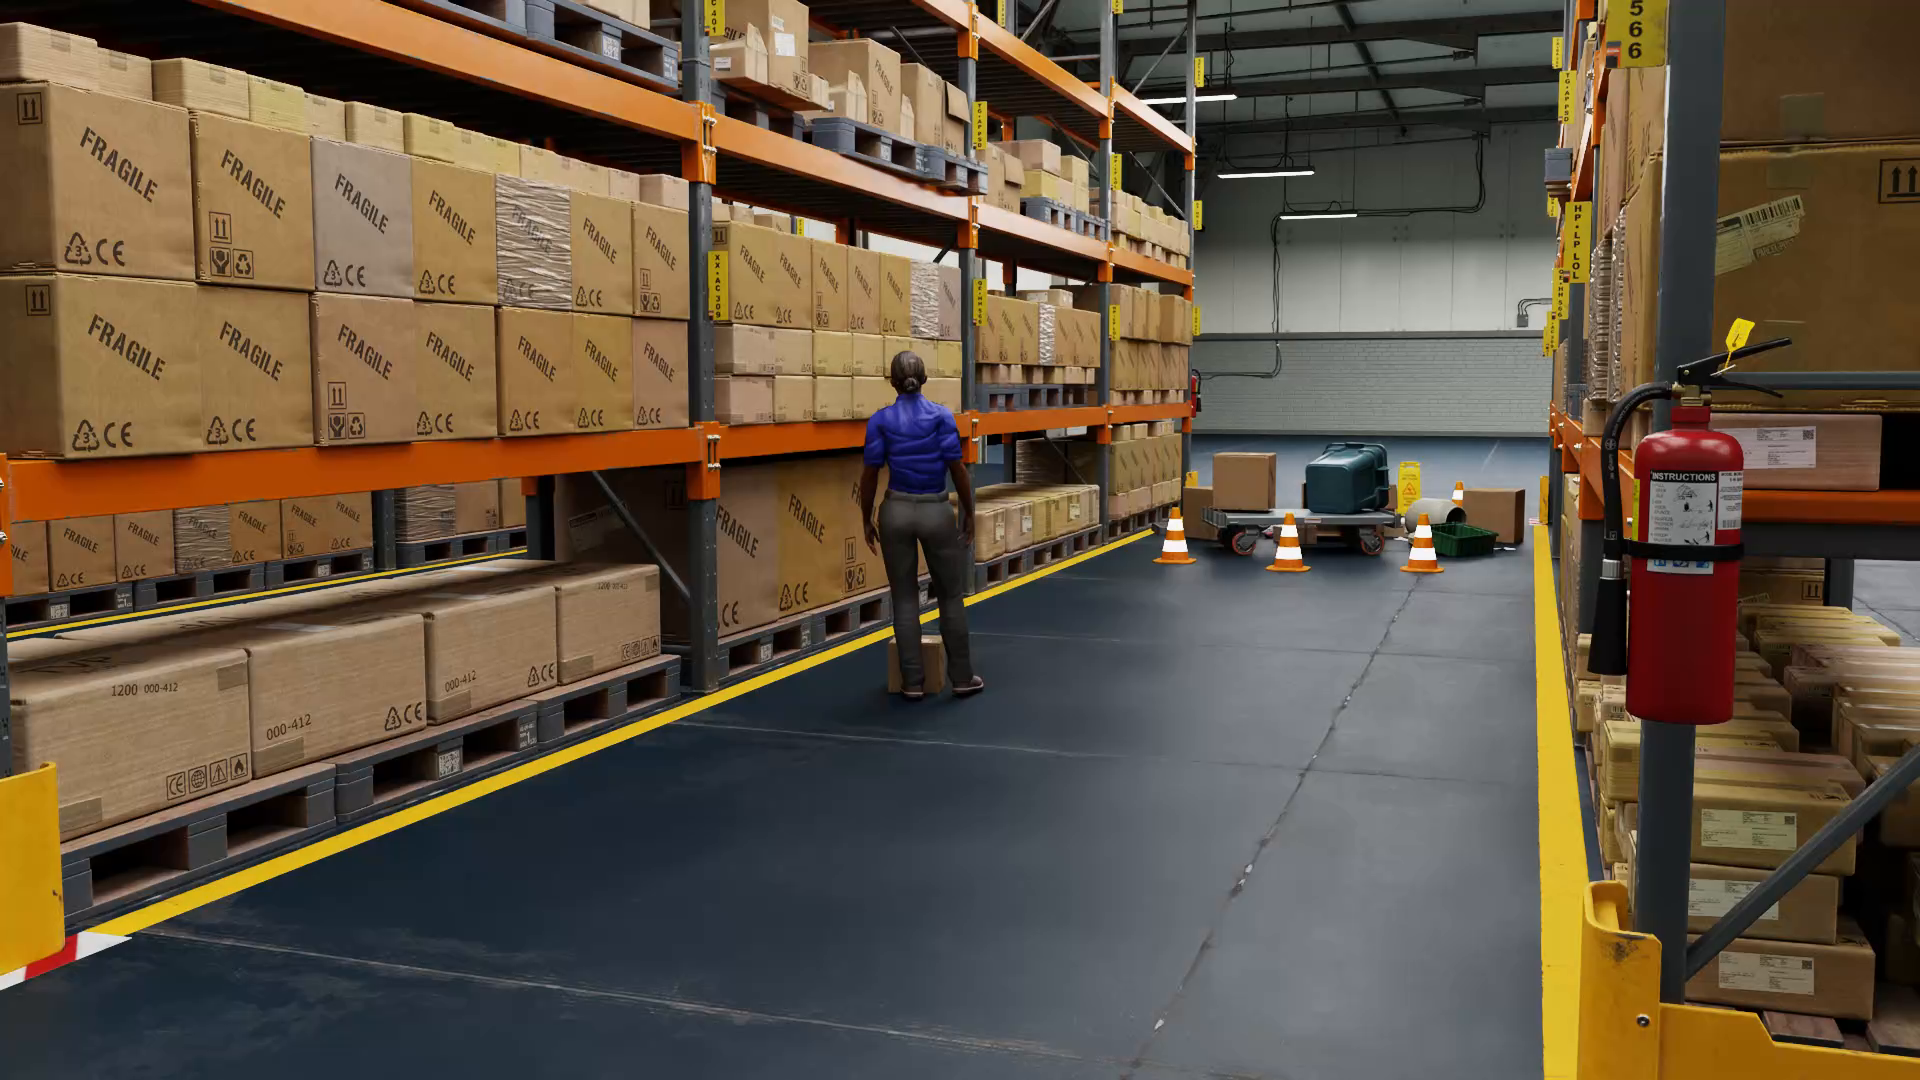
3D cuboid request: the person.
[{"bbox_3d":[-0.182,-0.075,7.984,0.569,1.656,0.503,0,5,5],"label":"person"}]
